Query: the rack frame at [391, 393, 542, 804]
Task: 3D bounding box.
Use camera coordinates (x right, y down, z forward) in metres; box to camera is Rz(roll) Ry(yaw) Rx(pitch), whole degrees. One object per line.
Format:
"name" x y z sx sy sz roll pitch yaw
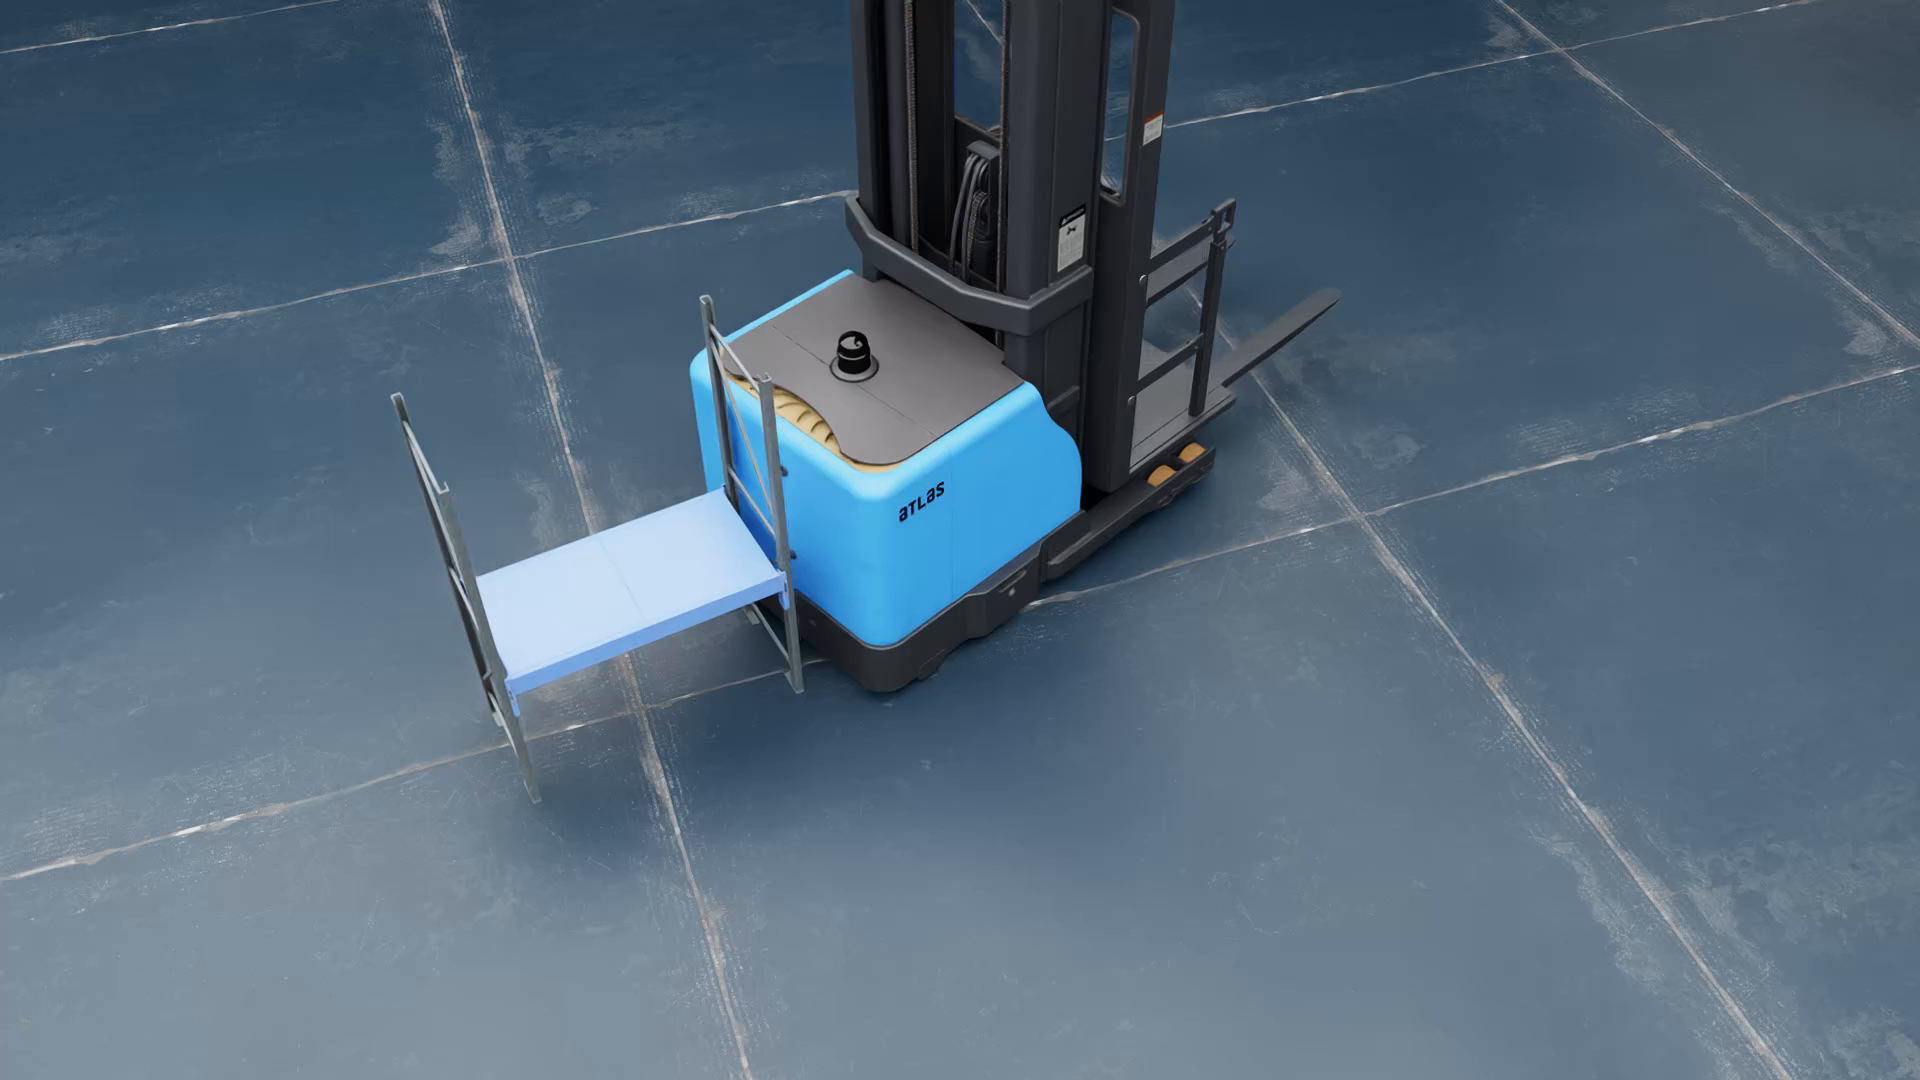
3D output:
"rack frame" -1.602 0.238 5.454 0.032 1.500 0.500 -22 49 -20

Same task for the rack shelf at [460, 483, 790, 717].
"rack shelf" -1.158 0.189 5.757 1.000 0.185 0.538 -22 49 -20

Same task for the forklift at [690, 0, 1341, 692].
"forklift" 0.425 -1.413 6.089 3.031 2.935 1.130 -35 55 -30

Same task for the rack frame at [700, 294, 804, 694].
"rack frame" -0.715 -0.114 5.805 0.032 1.500 0.500 -22 49 -20

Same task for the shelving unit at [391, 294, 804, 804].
"shelving unit" -1.158 0.062 5.630 1.048 1.500 0.538 -22 49 -20
